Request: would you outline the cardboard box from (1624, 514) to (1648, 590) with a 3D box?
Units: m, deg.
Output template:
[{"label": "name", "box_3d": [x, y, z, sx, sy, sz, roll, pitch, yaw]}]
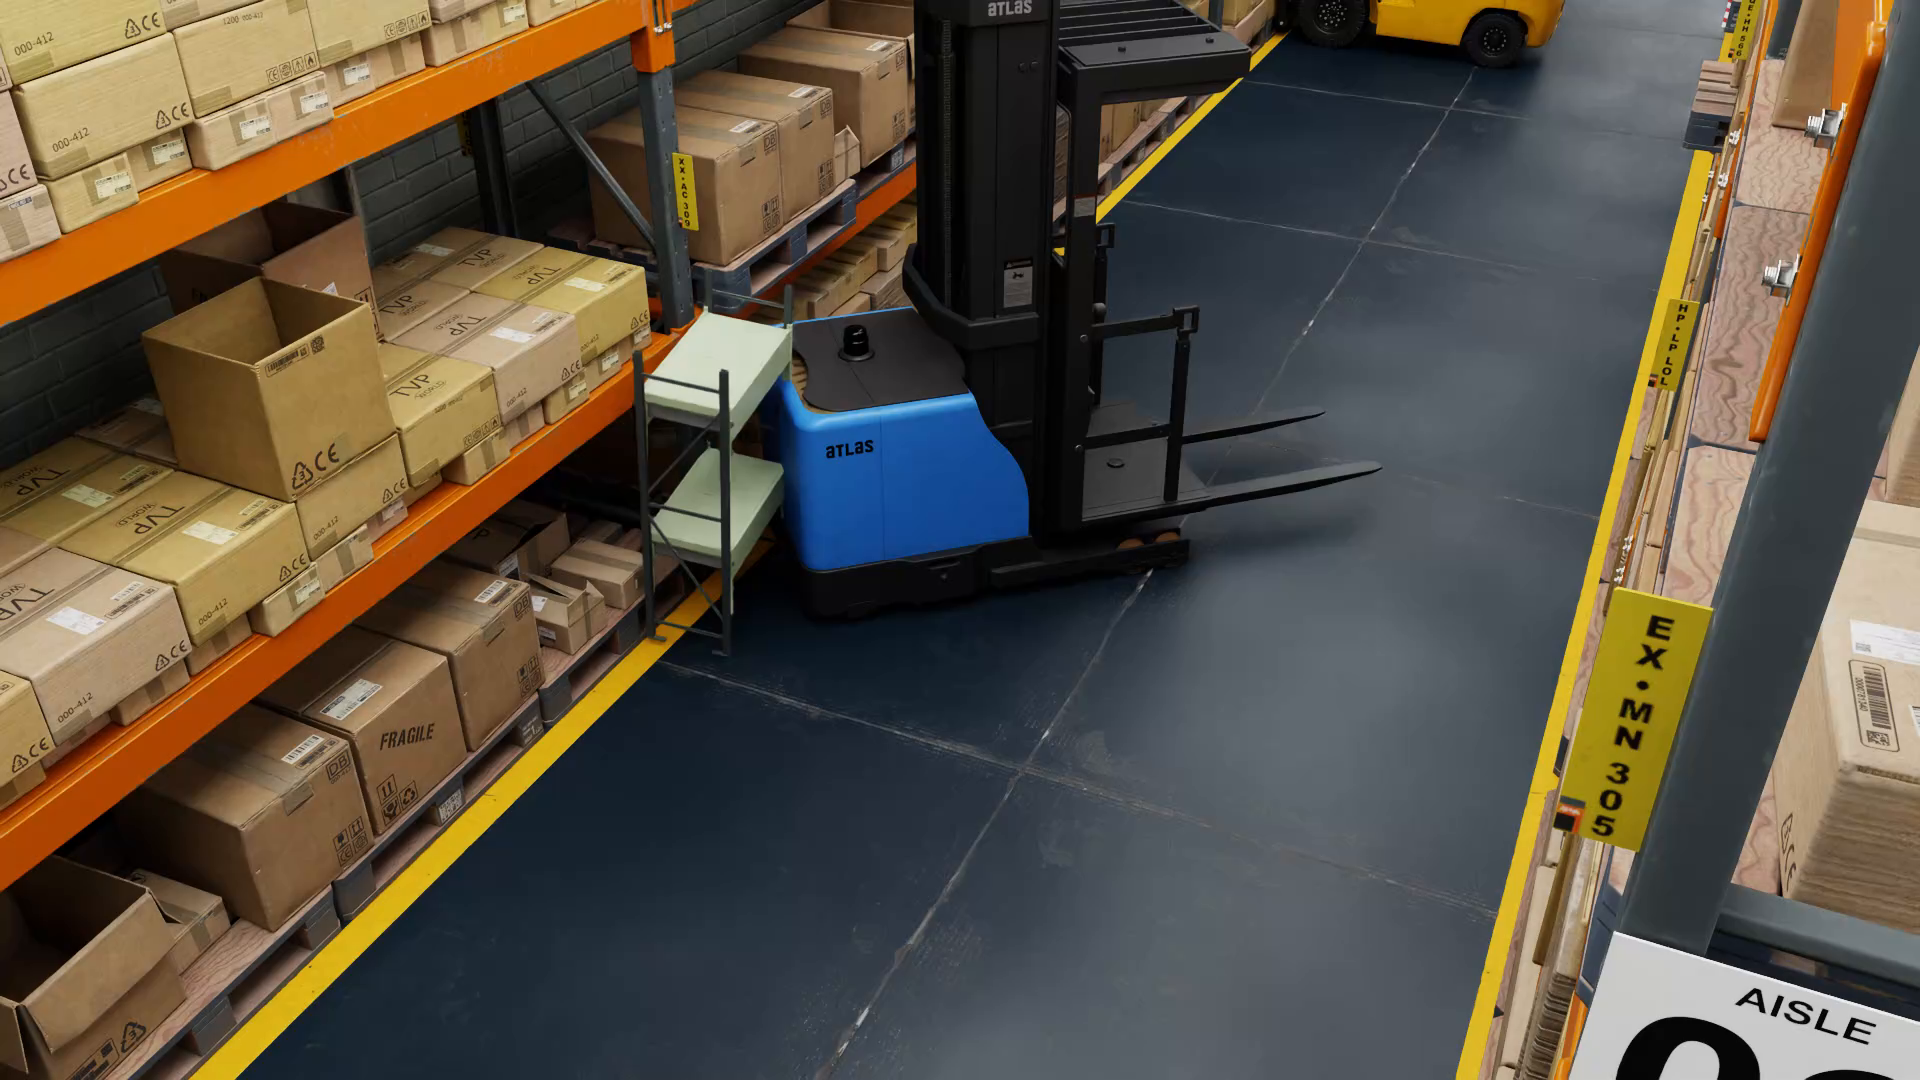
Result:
[{"label": "cardboard box", "box_3d": [2.217, 0.307, 4.955, 0.500, 0.500, 0.500, 14, 36, 21]}]

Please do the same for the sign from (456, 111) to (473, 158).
[{"label": "sign", "box_3d": [-2.150, -1.821, 7.236, 0.100, 0.325, 0.005, 14, 36, 20]}]

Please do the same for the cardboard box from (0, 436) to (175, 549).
[{"label": "cardboard box", "box_3d": [-2.938, -0.073, 5.491, 0.500, 0.250, 0.500, 15, 36, 22]}]

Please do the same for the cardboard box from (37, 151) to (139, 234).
[{"label": "cardboard box", "box_3d": [-2.464, -0.967, 4.482, 0.380, 0.149, 0.250, 14, 36, 20]}]

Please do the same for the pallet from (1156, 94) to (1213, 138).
[{"label": "pallet", "box_3d": [1.430, -3.654, 13.629, 1.003, 0.211, 1.213, 14, 36, 20]}]

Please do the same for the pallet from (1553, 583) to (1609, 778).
[{"label": "pallet", "box_3d": [3.120, 0.690, 7.005, 1.003, 0.211, 1.213, 14, 36, 20]}]

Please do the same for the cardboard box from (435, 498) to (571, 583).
[{"label": "cardboard box", "box_3d": [-2.136, 0.012, 7.565, 0.500, 0.311, 0.500, 15, 36, 22]}]

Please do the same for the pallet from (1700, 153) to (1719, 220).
[{"label": "pallet", "box_3d": [5.888, -2.504, 11.877, 1.003, 0.211, 1.213, 14, 36, 20]}]

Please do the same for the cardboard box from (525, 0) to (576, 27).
[{"label": "cardboard box", "box_3d": [-1.632, -1.992, 6.047, 0.380, 0.149, 0.250, 14, 36, 20]}]

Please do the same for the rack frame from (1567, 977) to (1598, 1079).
[{"label": "rack frame", "box_3d": [1.192, 1.918, 2.590, 1.000, 3.000, 0.127, 14, 36, 20]}]

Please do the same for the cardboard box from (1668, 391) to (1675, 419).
[{"label": "cardboard box", "box_3d": [2.829, -0.496, 5.952, 0.500, 0.250, 0.500, 14, 36, 20]}]

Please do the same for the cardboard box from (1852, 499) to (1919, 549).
[{"label": "cardboard box", "box_3d": [1.401, 0.079, 2.413, 0.380, 0.149, 0.250, 11, 35, 17]}]

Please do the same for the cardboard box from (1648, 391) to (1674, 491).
[{"label": "cardboard box", "box_3d": [2.824, -0.293, 6.098, 0.500, 0.250, 0.500, 13, 36, 19]}]

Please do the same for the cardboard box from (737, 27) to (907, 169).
[{"label": "cardboard box", "box_3d": [-0.694, -2.267, 8.498, 0.700, 0.500, 0.500, 14, 36, 20]}]

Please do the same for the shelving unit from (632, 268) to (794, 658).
[{"label": "shelving unit", "box_3d": [-1.061, -0.323, 7.303, 0.431, 1.500, 0.755, 13, 38, 10]}]

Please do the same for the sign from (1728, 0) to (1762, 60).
[{"label": "sign", "box_3d": [4.042, -2.637, 8.553, 0.100, 0.325, 0.005, 14, 36, 20]}]

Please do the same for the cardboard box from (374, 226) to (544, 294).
[{"label": "cardboard box", "box_3d": [-2.097, -1.088, 7.039, 0.500, 0.250, 0.500, 14, 36, 20]}]

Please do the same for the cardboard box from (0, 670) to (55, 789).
[{"label": "cardboard box", "box_3d": [-2.884, 0.555, 4.533, 0.500, 0.250, 0.500, 14, 36, 21]}]

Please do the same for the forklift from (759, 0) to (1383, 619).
[{"label": "forklift", "box_3d": [0.595, -1.329, 7.604, 3.031, 2.935, 1.130, -10, 35, -15]}]

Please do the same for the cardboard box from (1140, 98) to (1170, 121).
[{"label": "cardboard box", "box_3d": [1.163, -3.731, 12.987, 0.875, 0.625, 0.625, 14, 36, 20]}]

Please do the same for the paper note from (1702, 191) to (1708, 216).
[{"label": "paper note", "box_3d": [1.542, -0.694, 3.450, 0.006, 0.032, 0.123, 14, 36, 21]}]

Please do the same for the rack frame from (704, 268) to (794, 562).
[{"label": "rack frame", "box_3d": [-0.963, -0.532, 7.587, 0.400, 1.500, 0.023, 13, 38, 10]}]

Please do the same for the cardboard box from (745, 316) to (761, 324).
[{"label": "cardboard box", "box_3d": [-1.188, -0.995, 8.066, 0.380, 0.149, 0.250, 12, 35, 18]}]

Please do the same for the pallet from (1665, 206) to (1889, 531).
[{"label": "pallet", "box_3d": [2.002, -0.281, 3.289, 1.003, 0.211, 1.213, 14, 36, 20]}]

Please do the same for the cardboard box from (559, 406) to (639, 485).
[{"label": "cardboard box", "box_3d": [-1.708, -0.654, 8.408, 0.500, 0.500, 0.500, 14, 36, 20]}]

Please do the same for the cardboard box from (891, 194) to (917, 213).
[{"label": "cardboard box", "box_3d": [-0.336, -1.916, 9.741, 0.380, 0.149, 0.250, 15, 36, 22]}]

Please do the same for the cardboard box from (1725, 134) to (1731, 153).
[{"label": "cardboard box", "box_3d": [3.885, -1.760, 7.879, 0.500, 0.250, 0.500, 15, 36, 22]}]

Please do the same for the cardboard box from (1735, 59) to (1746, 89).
[{"label": "cardboard box", "box_3d": [4.477, -2.699, 8.884, 0.500, 0.500, 0.500, 13, 35, 19]}]

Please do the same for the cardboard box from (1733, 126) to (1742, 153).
[{"label": "cardboard box", "box_3d": [3.264, -1.322, 6.527, 0.500, 0.500, 0.500, 15, 36, 22]}]

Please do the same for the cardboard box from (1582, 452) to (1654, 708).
[{"label": "cardboard box", "box_3d": [3.052, 0.311, 6.594, 0.875, 0.875, 0.875, 15, 36, 22]}]

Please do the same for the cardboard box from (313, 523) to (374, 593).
[{"label": "cardboard box", "box_3d": [-2.256, 0.019, 5.714, 0.380, 0.149, 0.250, 15, 36, 22]}]

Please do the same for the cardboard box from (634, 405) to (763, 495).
[{"label": "cardboard box", "box_3d": [-1.238, -0.531, 8.221, 0.500, 0.500, 0.500, 16, 36, 23]}]

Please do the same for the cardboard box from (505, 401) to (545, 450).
[{"label": "cardboard box", "box_3d": [-1.859, -0.495, 6.499, 0.380, 0.149, 0.250, 15, 36, 22]}]

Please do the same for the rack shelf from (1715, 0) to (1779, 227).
[{"label": "rack shelf", "box_3d": [3.702, -2.024, 6.522, 1.077, 0.370, 4.000, 14, 36, 20]}]

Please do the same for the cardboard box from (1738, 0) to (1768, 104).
[{"label": "cardboard box", "box_3d": [4.110, -2.337, 8.075, 0.500, 0.500, 0.500, 13, 35, 19]}]

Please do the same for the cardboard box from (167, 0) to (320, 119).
[{"label": "cardboard box", "box_3d": [-2.269, -1.466, 4.881, 0.500, 0.250, 0.500, 14, 36, 20]}]

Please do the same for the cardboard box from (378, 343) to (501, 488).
[{"label": "cardboard box", "box_3d": [-2.053, -0.465, 6.089, 0.500, 0.250, 0.500, 14, 36, 20]}]

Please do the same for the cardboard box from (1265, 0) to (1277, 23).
[{"label": "cardboard box", "box_3d": [2.605, -4.902, 15.115, 0.500, 0.250, 0.500, 15, 36, 21]}]

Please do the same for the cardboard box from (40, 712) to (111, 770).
[{"label": "cardboard box", "box_3d": [-2.789, 0.509, 4.967, 0.380, 0.149, 0.250, 14, 36, 20]}]

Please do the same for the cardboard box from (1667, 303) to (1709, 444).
[{"label": "cardboard box", "box_3d": [2.446, -0.353, 5.049, 0.500, 0.500, 0.500, 14, 36, 21]}]

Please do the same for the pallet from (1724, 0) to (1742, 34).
[{"label": "pallet", "box_3d": [5.761, -3.631, 11.227, 1.003, 0.211, 1.213, 14, 36, 20]}]

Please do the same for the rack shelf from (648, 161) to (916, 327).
[{"label": "rack shelf", "box_3d": [-0.808, -1.906, 9.078, 1.077, 0.370, 4.000, 14, 36, 20]}]

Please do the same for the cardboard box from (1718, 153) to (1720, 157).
[{"label": "cardboard box", "box_3d": [5.698, -2.515, 11.363, 0.950, 0.372, 0.625, 16, 37, 23]}]

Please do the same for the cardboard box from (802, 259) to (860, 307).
[{"label": "cardboard box", "box_3d": [-0.763, -1.395, 8.947, 0.380, 0.149, 0.250, 15, 36, 22]}]

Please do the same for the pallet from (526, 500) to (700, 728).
[{"label": "pallet", "box_3d": [-1.933, 0.297, 7.605, 1.003, 0.211, 1.213, 14, 36, 20]}]

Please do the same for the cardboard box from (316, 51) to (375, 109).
[{"label": "cardboard box", "box_3d": [-2.097, -1.486, 5.274, 0.380, 0.149, 0.250, 15, 36, 21]}]

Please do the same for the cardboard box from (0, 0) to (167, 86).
[{"label": "cardboard box", "box_3d": [-2.477, -1.410, 4.339, 0.500, 0.250, 0.500, 14, 36, 20]}]

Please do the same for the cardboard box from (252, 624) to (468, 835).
[{"label": "cardboard box", "box_3d": [-2.271, 0.711, 6.327, 0.500, 0.500, 0.500, 15, 36, 21]}]

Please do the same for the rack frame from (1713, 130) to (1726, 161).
[{"label": "rack frame", "box_3d": [6.212, -4.059, 11.704, 1.000, 3.000, 0.127, 14, 36, 20]}]

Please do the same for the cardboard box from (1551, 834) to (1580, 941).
[{"label": "cardboard box", "box_3d": [1.579, 0.651, 3.519, 0.500, 0.500, 0.500, 14, 36, 20]}]
